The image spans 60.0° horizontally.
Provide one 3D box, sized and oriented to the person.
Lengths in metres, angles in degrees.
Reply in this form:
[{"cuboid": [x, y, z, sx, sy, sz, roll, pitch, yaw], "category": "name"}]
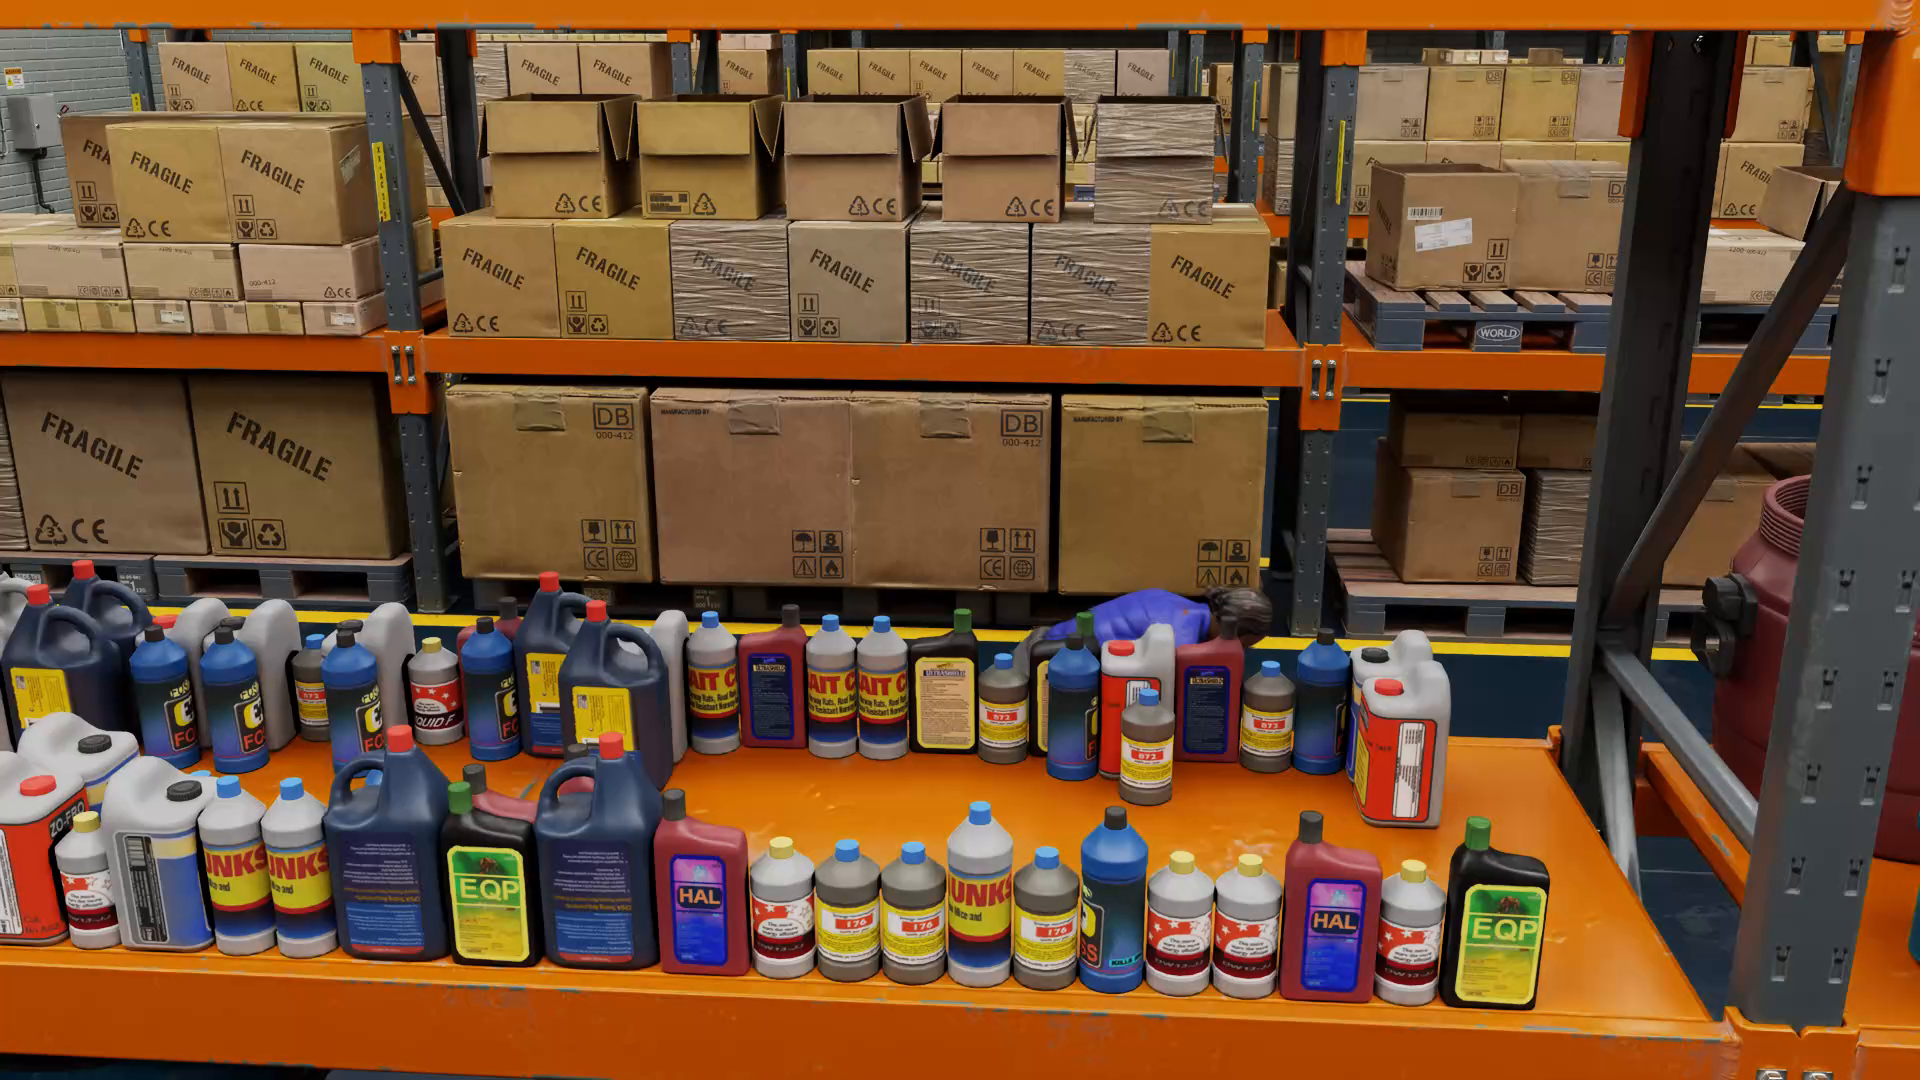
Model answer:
[{"cuboid": [0.566, 0.597, 5.361, 0.866, 0.948, 0.473, 1, 18, 2], "category": "person"}]
